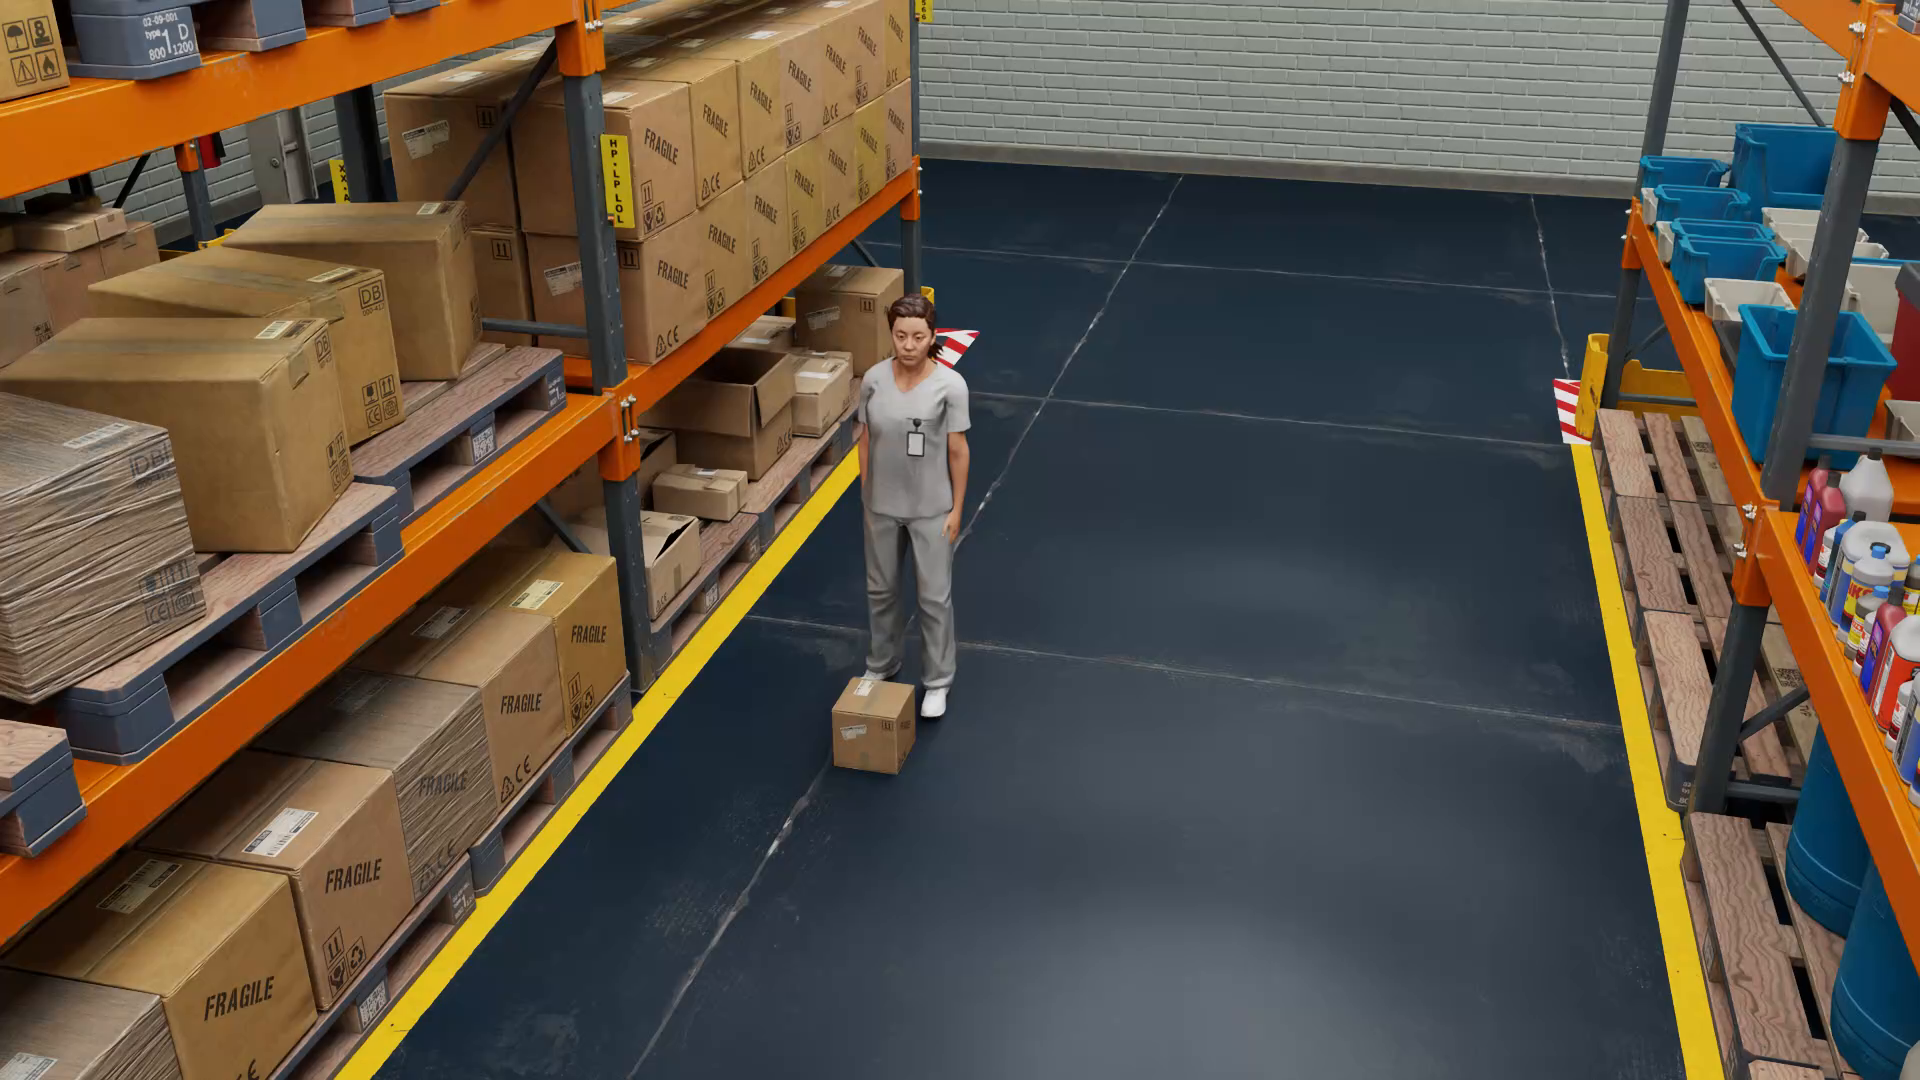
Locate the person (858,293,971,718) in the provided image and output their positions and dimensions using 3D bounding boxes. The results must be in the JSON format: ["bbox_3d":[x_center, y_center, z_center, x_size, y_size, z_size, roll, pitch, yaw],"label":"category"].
[{"bbox_3d":[-0.198,-0.105,6.406,0.477,1.725,0.391,7,26,14],"label":"person"}]
